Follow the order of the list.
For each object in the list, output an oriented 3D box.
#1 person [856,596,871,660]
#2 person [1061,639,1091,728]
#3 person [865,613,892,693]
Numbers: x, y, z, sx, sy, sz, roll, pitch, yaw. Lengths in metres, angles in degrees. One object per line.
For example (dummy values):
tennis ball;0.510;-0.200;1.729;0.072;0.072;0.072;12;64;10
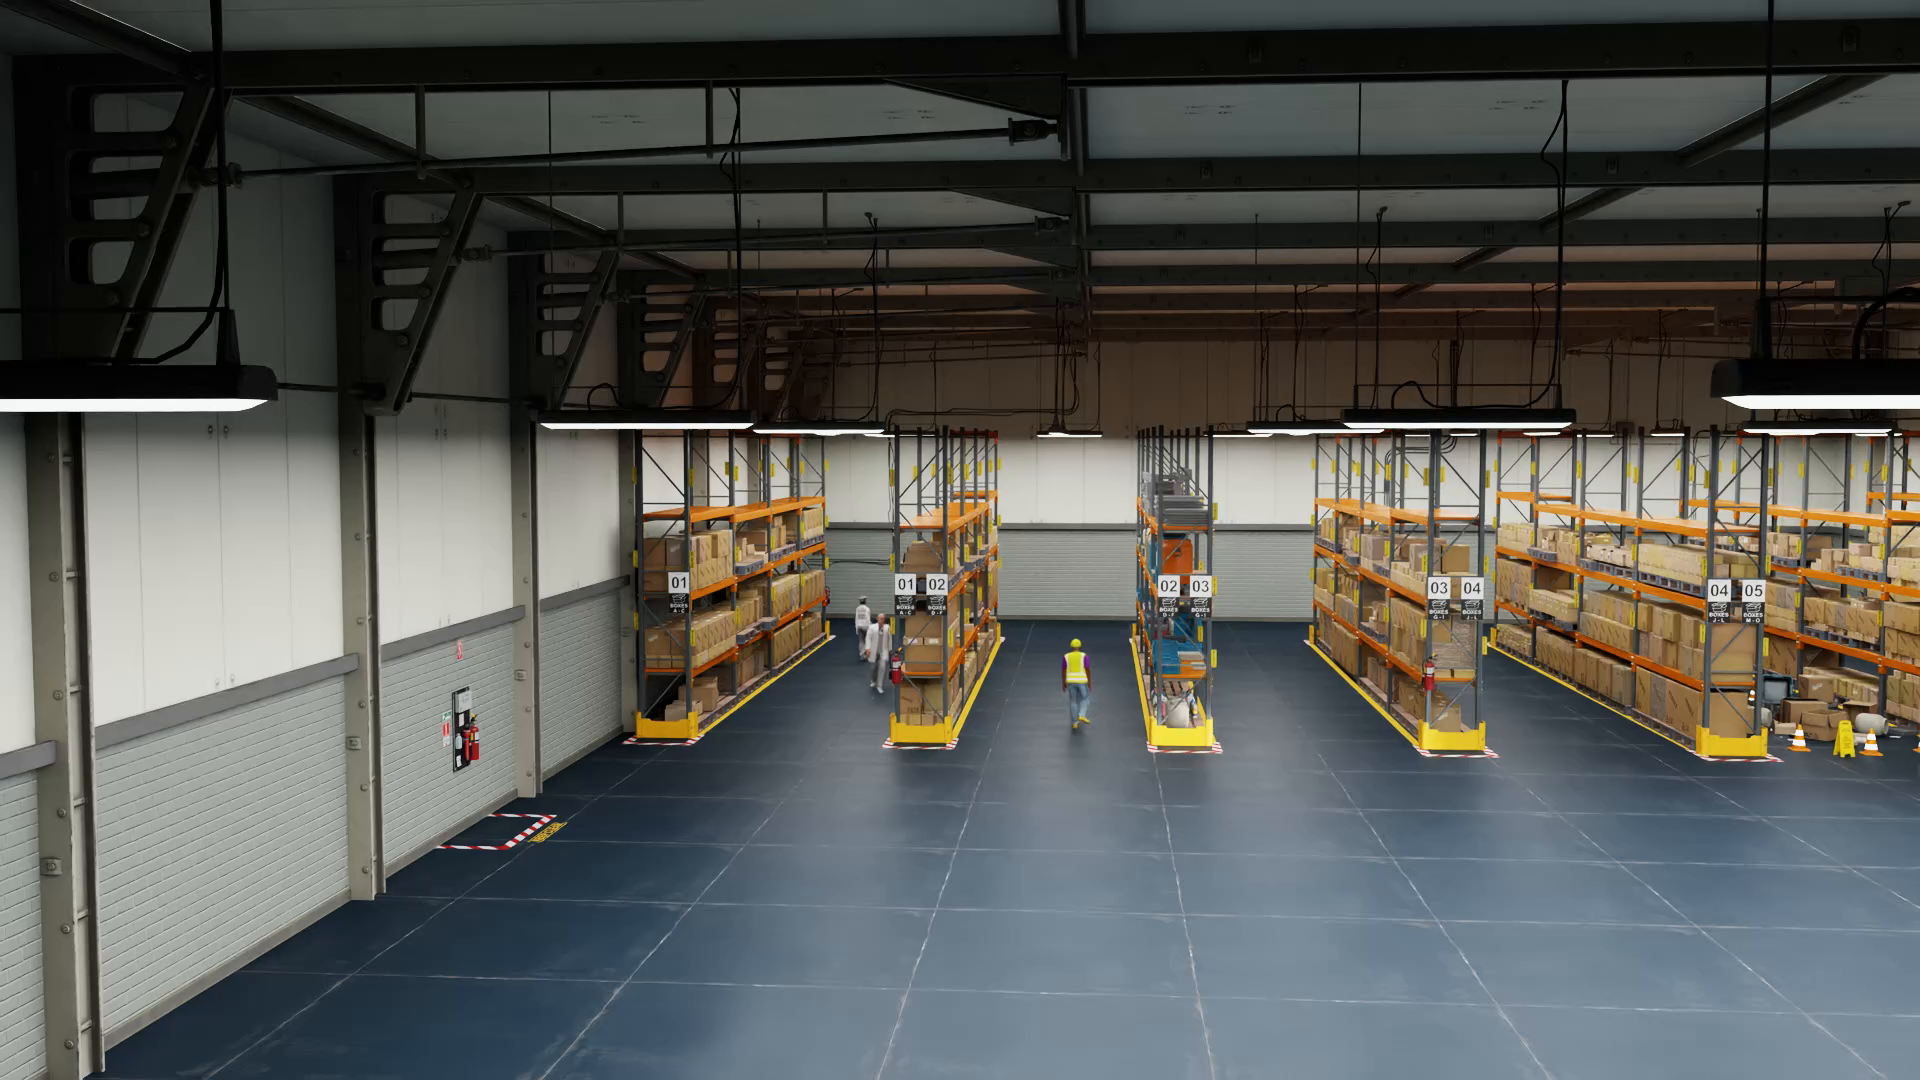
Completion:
person;-2.534;2.292;43.247;0.514;1.677;0.467;3;4;40
person;2.318;2.847;33.099;0.609;1.755;0.489;1;4;14
person;-1.855;2.575;38.107;0.667;1.789;0.848;-1;4;-14
